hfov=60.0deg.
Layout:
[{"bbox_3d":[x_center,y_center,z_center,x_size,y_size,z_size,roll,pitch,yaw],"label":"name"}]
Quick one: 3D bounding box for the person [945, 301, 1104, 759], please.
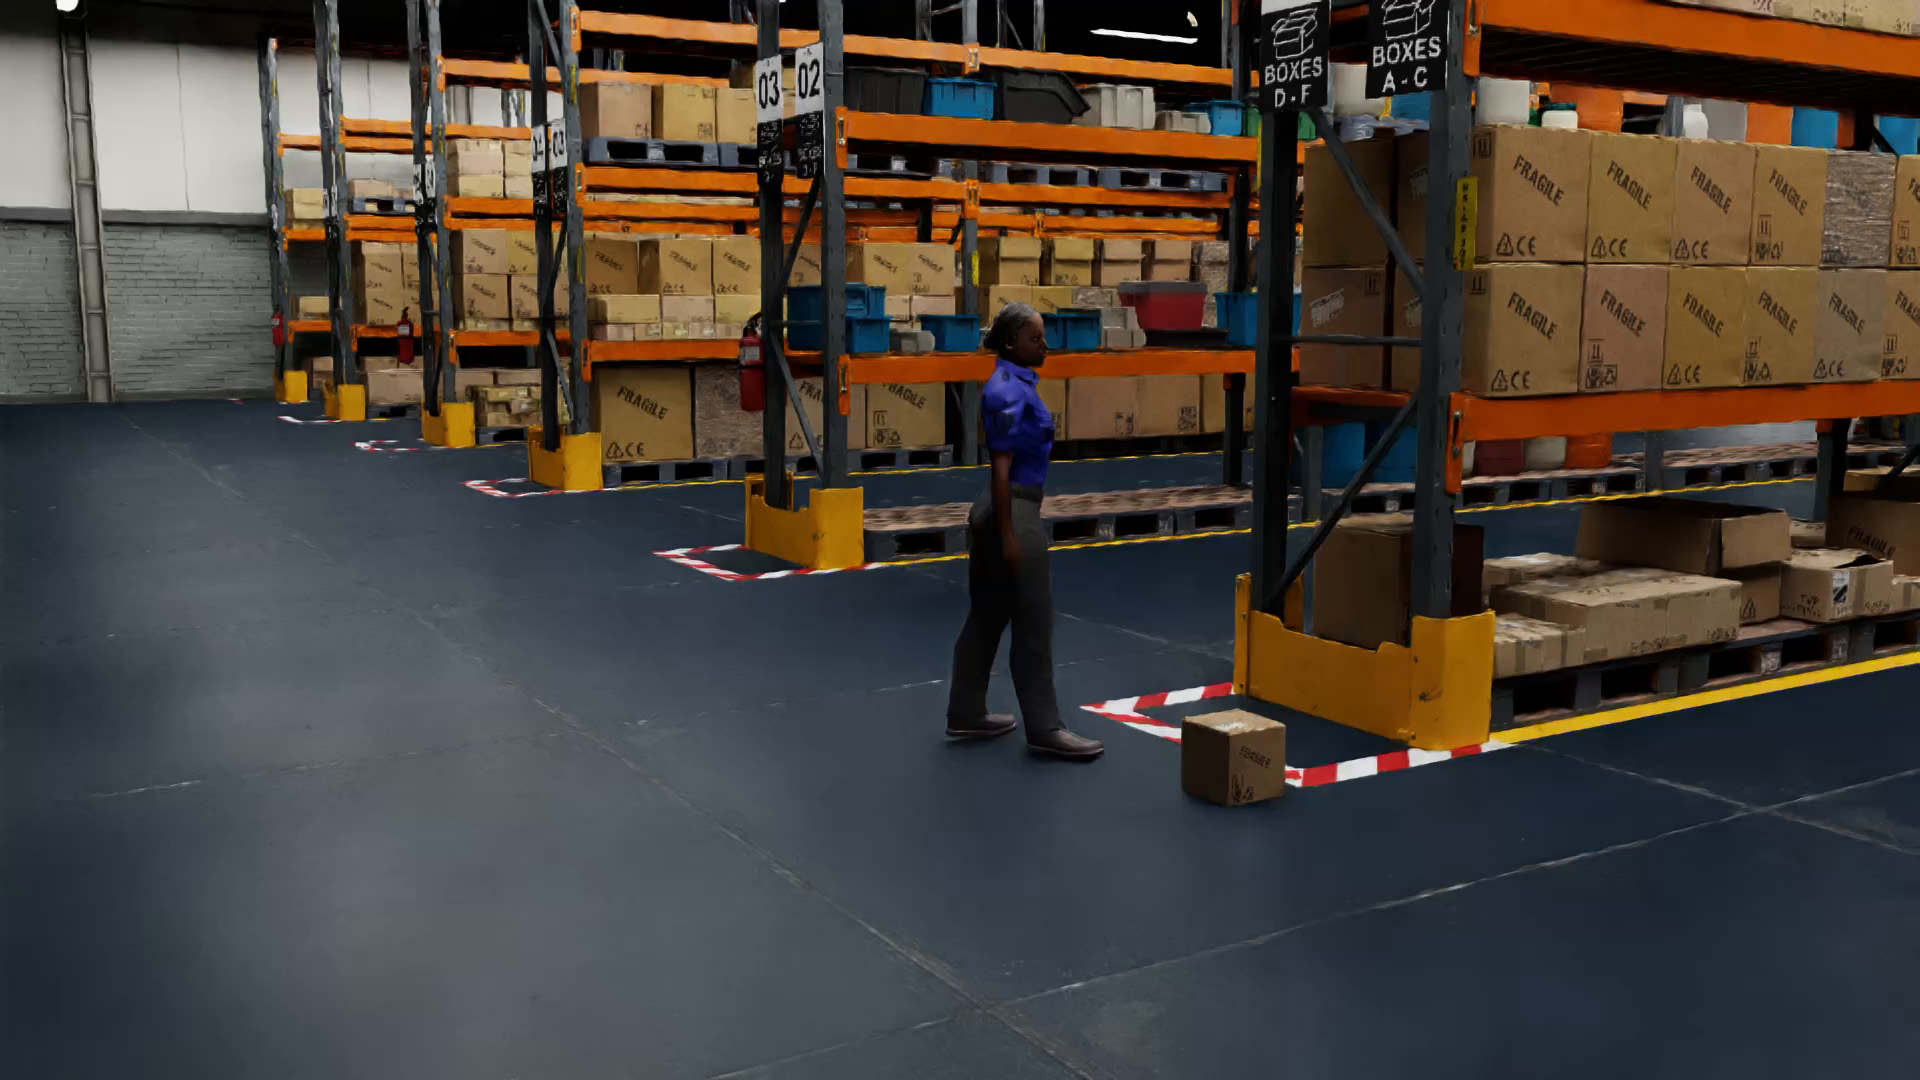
[{"bbox_3d":[0.233,-0.050,6.146,0.571,1.653,0.456,0,8,-3],"label":"person"}]
